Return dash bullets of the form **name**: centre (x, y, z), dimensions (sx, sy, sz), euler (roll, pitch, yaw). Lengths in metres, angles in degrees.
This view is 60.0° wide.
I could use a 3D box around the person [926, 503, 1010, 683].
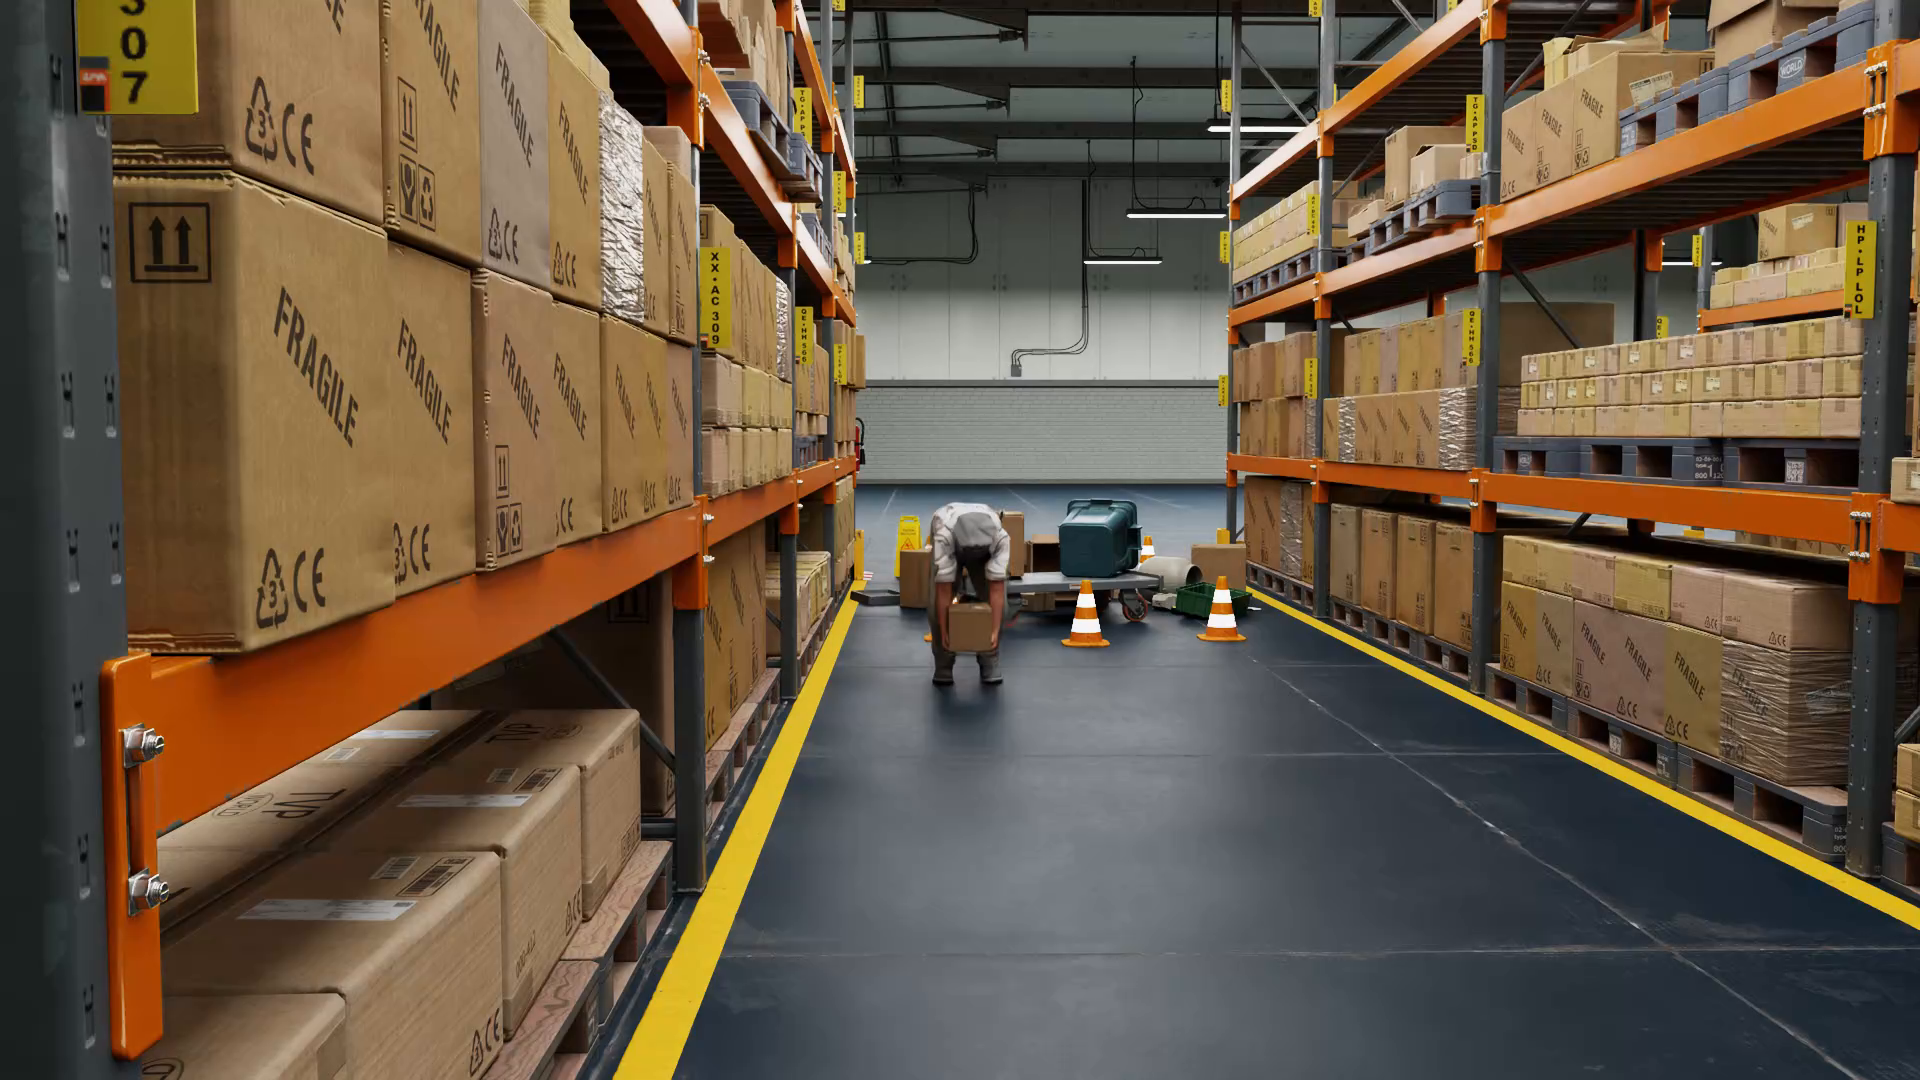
- **person**: centre (0.055, 0.336, 10.041), dimensions (0.504, 1.102, 1.046), euler (0, 4, -4)
